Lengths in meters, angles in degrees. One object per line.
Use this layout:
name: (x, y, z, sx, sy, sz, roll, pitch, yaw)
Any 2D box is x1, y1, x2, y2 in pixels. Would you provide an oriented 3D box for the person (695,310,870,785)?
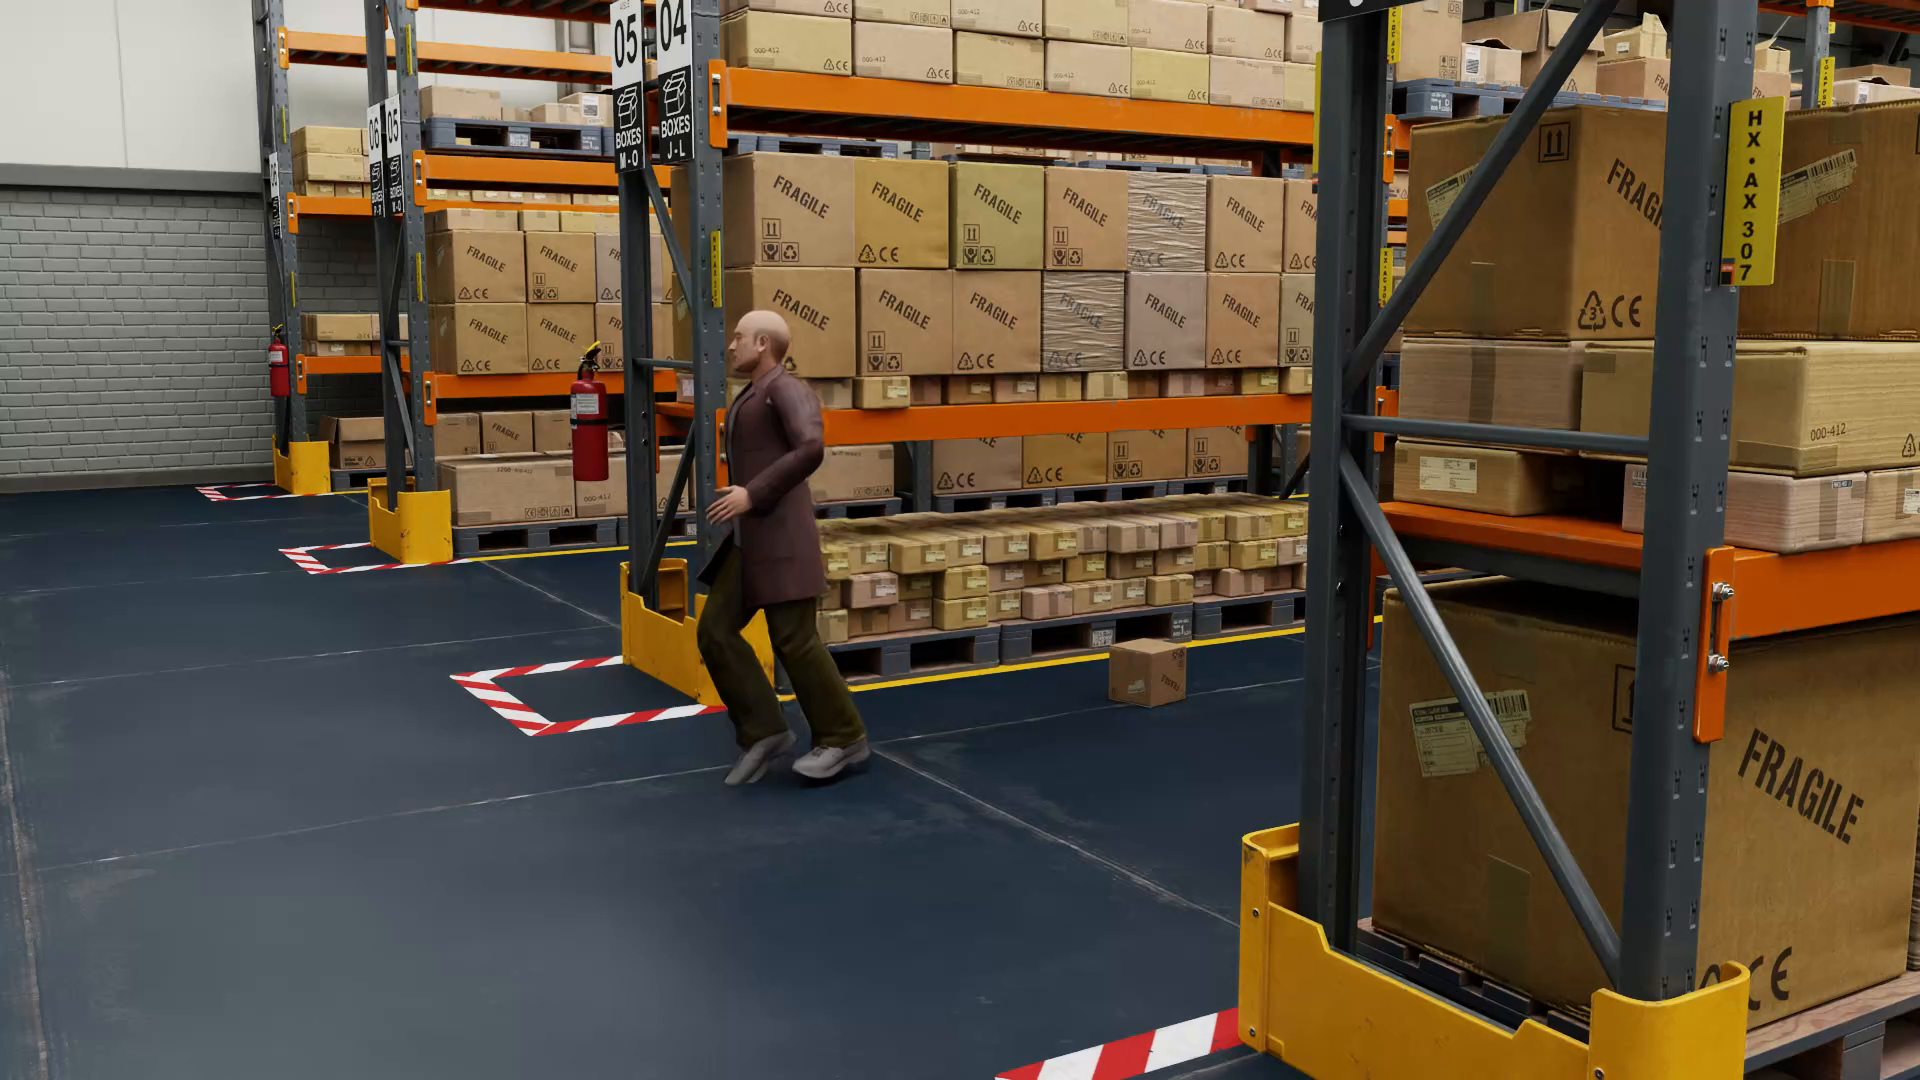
person: (-0.713, 0.033, 6.386, 0.611, 1.813, 0.790, -3, 9, -22)
